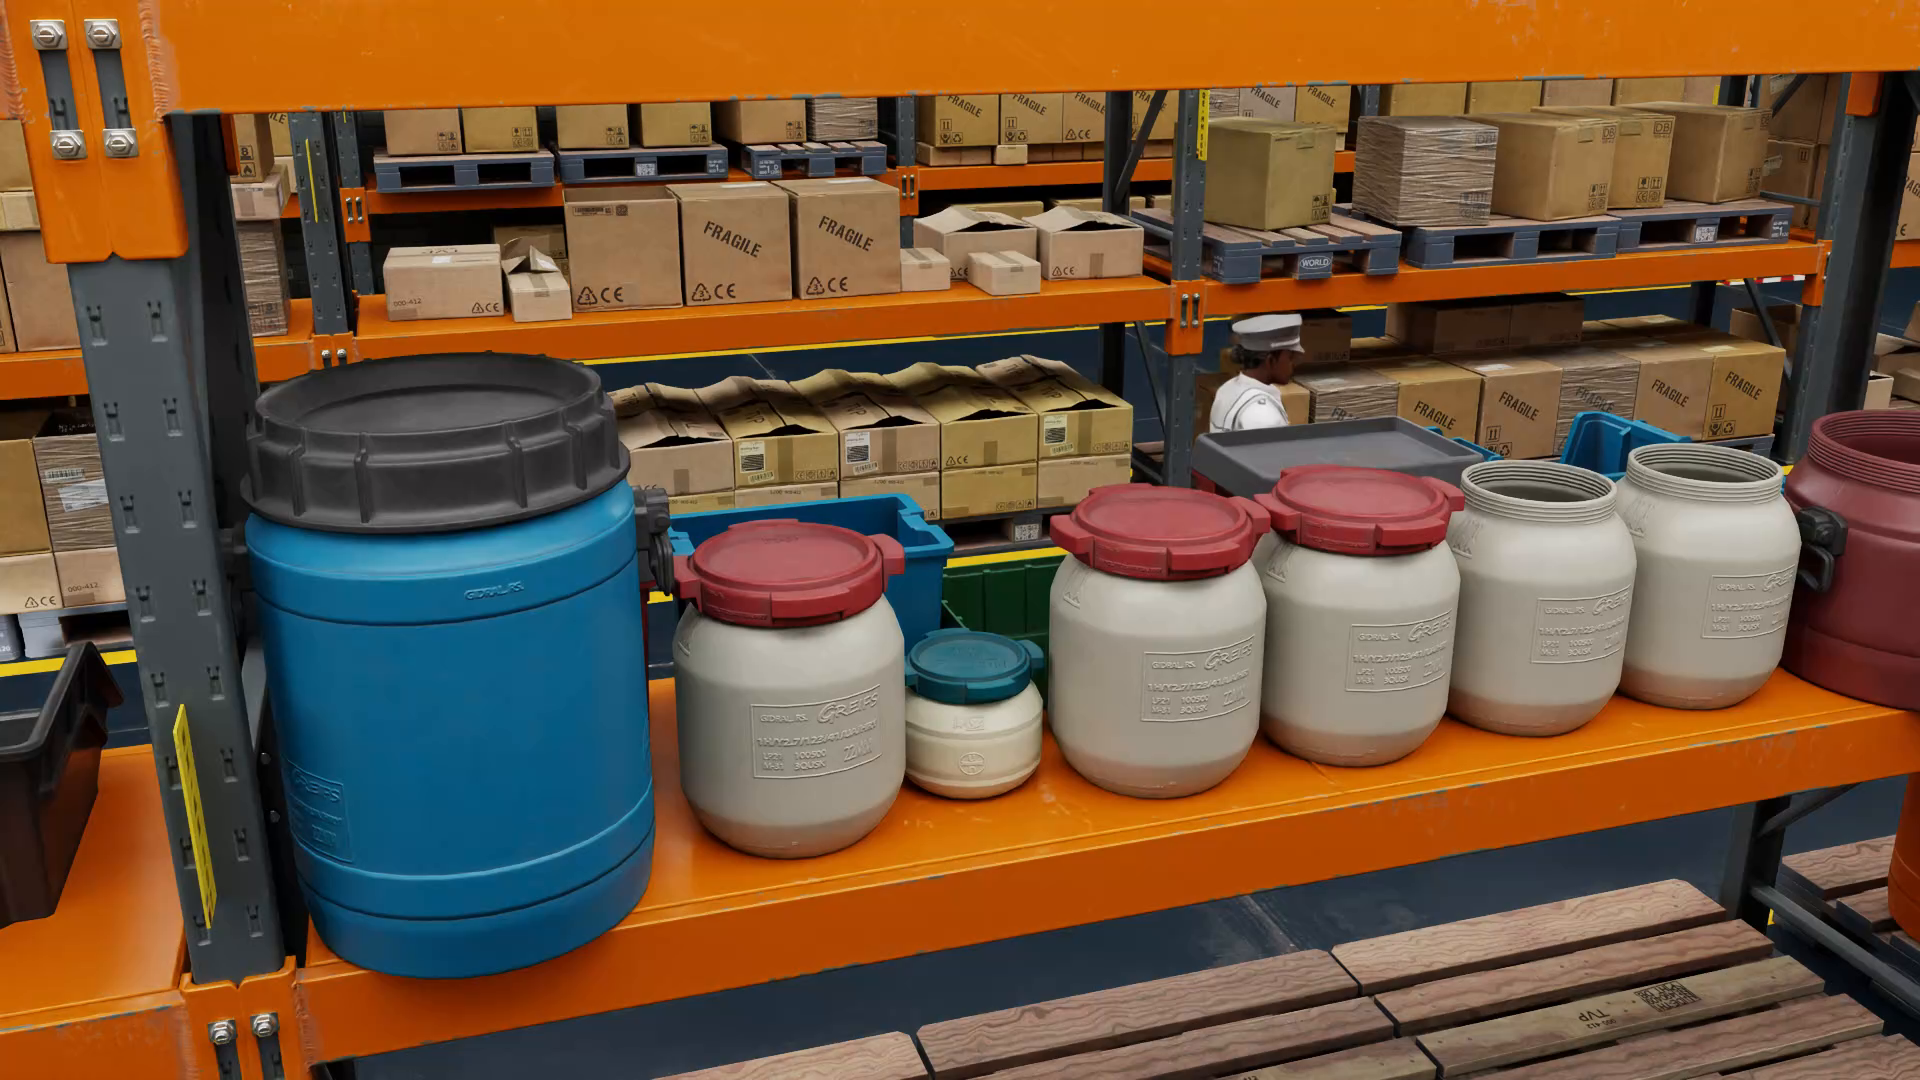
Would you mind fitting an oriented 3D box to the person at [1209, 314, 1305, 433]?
[{"bbox_3d":[1.069,-0.011,6.079,0.910,1.630,0.450,0,19,1],"label":"person"}]
